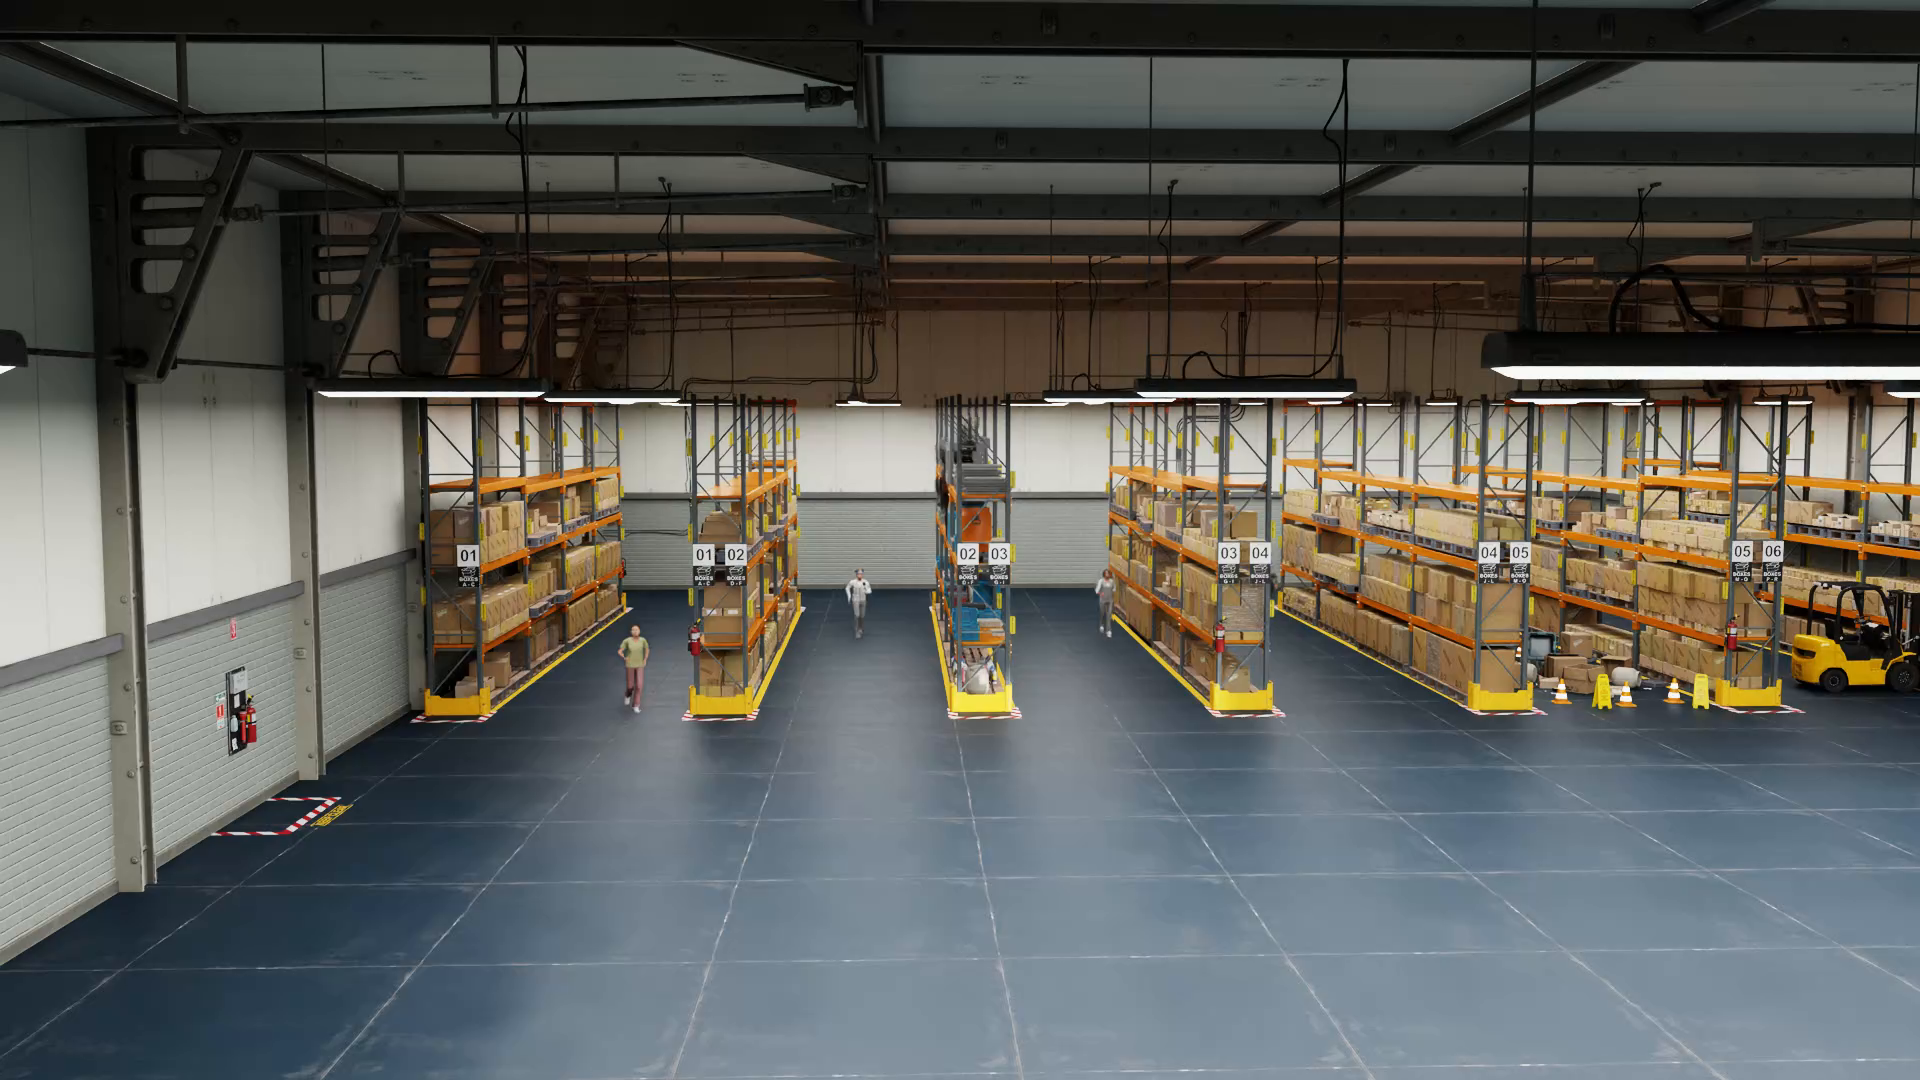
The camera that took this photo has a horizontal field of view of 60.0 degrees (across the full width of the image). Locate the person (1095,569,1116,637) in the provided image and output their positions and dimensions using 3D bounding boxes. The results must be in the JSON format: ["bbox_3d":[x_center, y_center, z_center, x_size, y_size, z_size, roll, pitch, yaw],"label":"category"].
[{"bbox_3d":[3.522,1.495,39.965,0.539,1.599,0.756,-1,5,-10],"label":"person"}]

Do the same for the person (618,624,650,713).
[{"bbox_3d":[-6.202,2.430,31.682,0.594,1.670,0.678,-2,5,-19],"label":"person"}]

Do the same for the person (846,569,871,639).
[{"bbox_3d":[-2.535,1.586,41.861,0.583,1.747,0.760,-1,5,-16],"label":"person"}]

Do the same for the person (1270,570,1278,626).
[{"bbox_3d":[8.051,1.386,43.837,0.666,1.674,1.066,1,5,7],"label":"person"}]

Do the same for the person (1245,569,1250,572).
[{"bbox_3d":[8.346,1.090,48.743,0.779,1.609,0.704,-1,5,-13],"label":"person"}]
